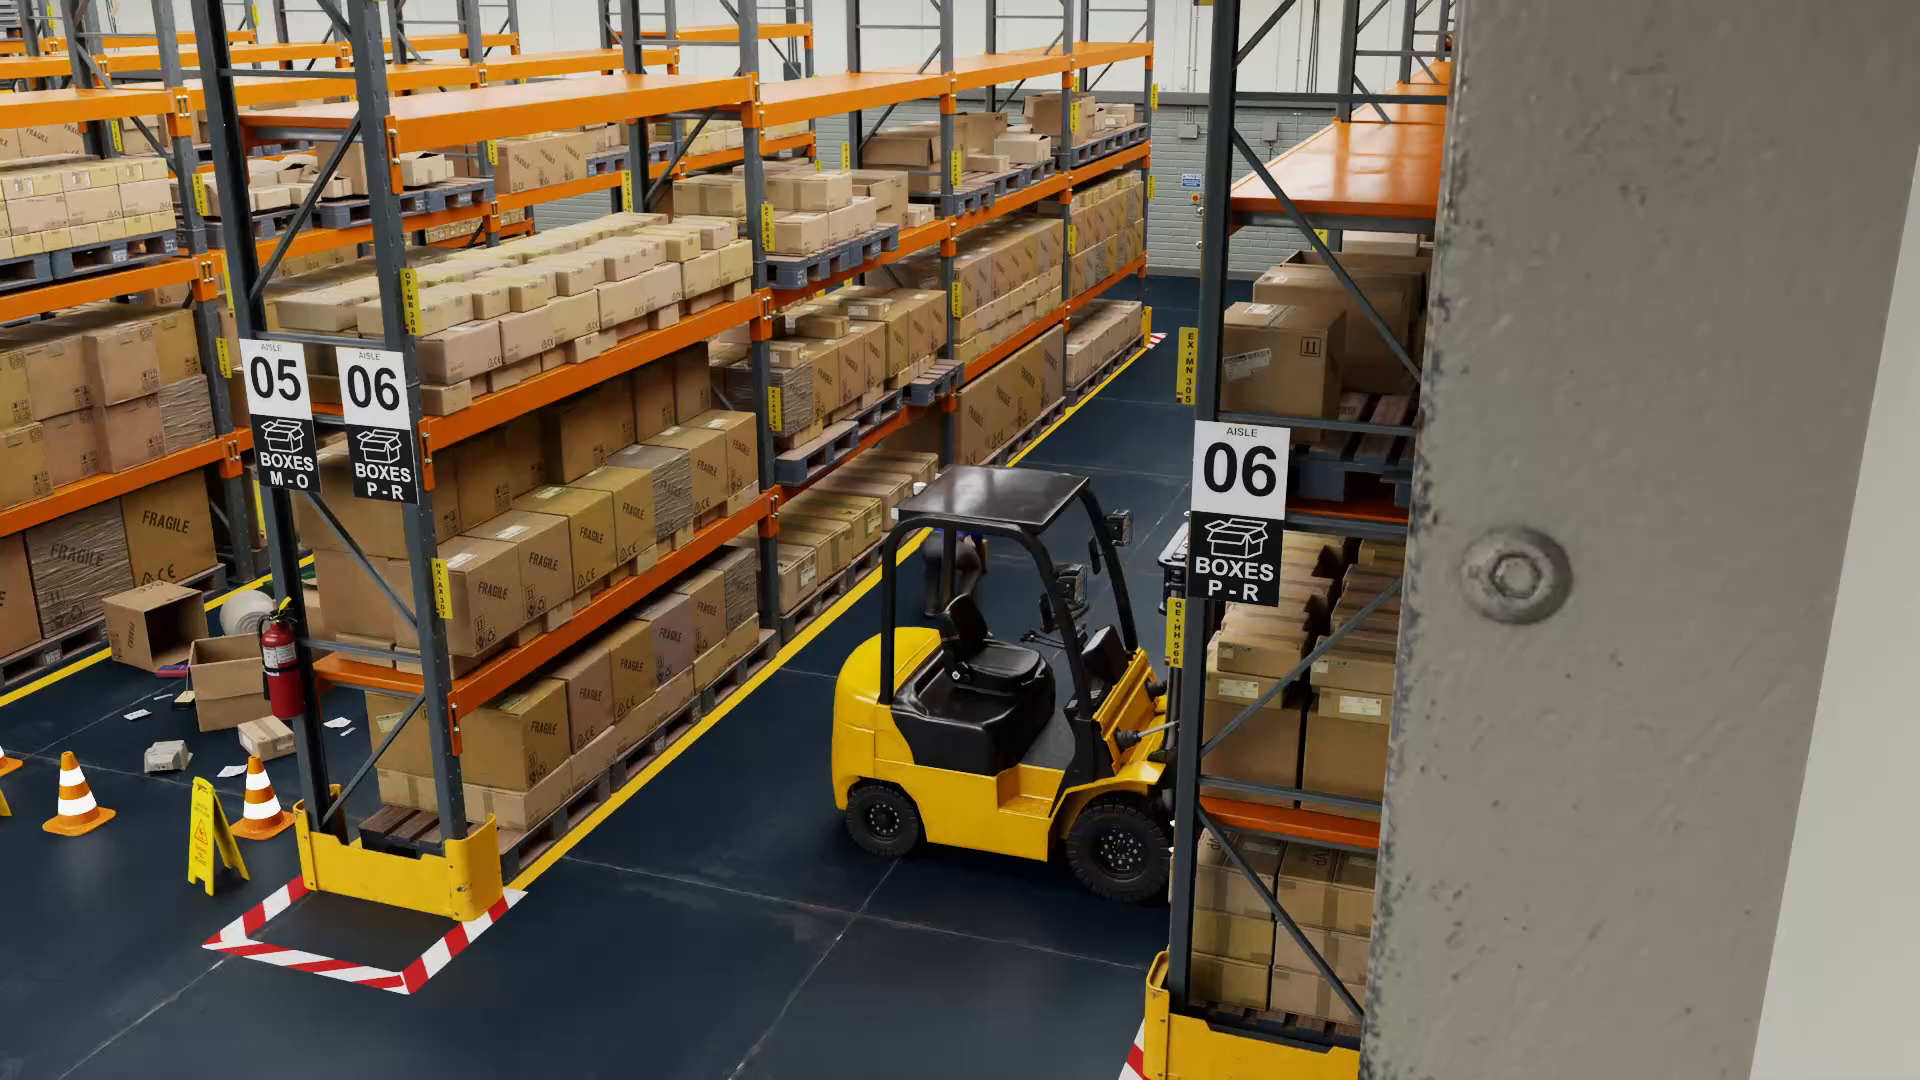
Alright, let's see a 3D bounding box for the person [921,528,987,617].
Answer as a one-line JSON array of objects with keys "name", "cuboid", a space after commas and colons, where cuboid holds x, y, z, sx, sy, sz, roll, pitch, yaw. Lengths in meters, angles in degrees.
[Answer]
[{"name": "person", "cuboid": [-0.052, 0.117, 13.615, 0.472, 0.944, 0.865, 6, 20, 16]}]
